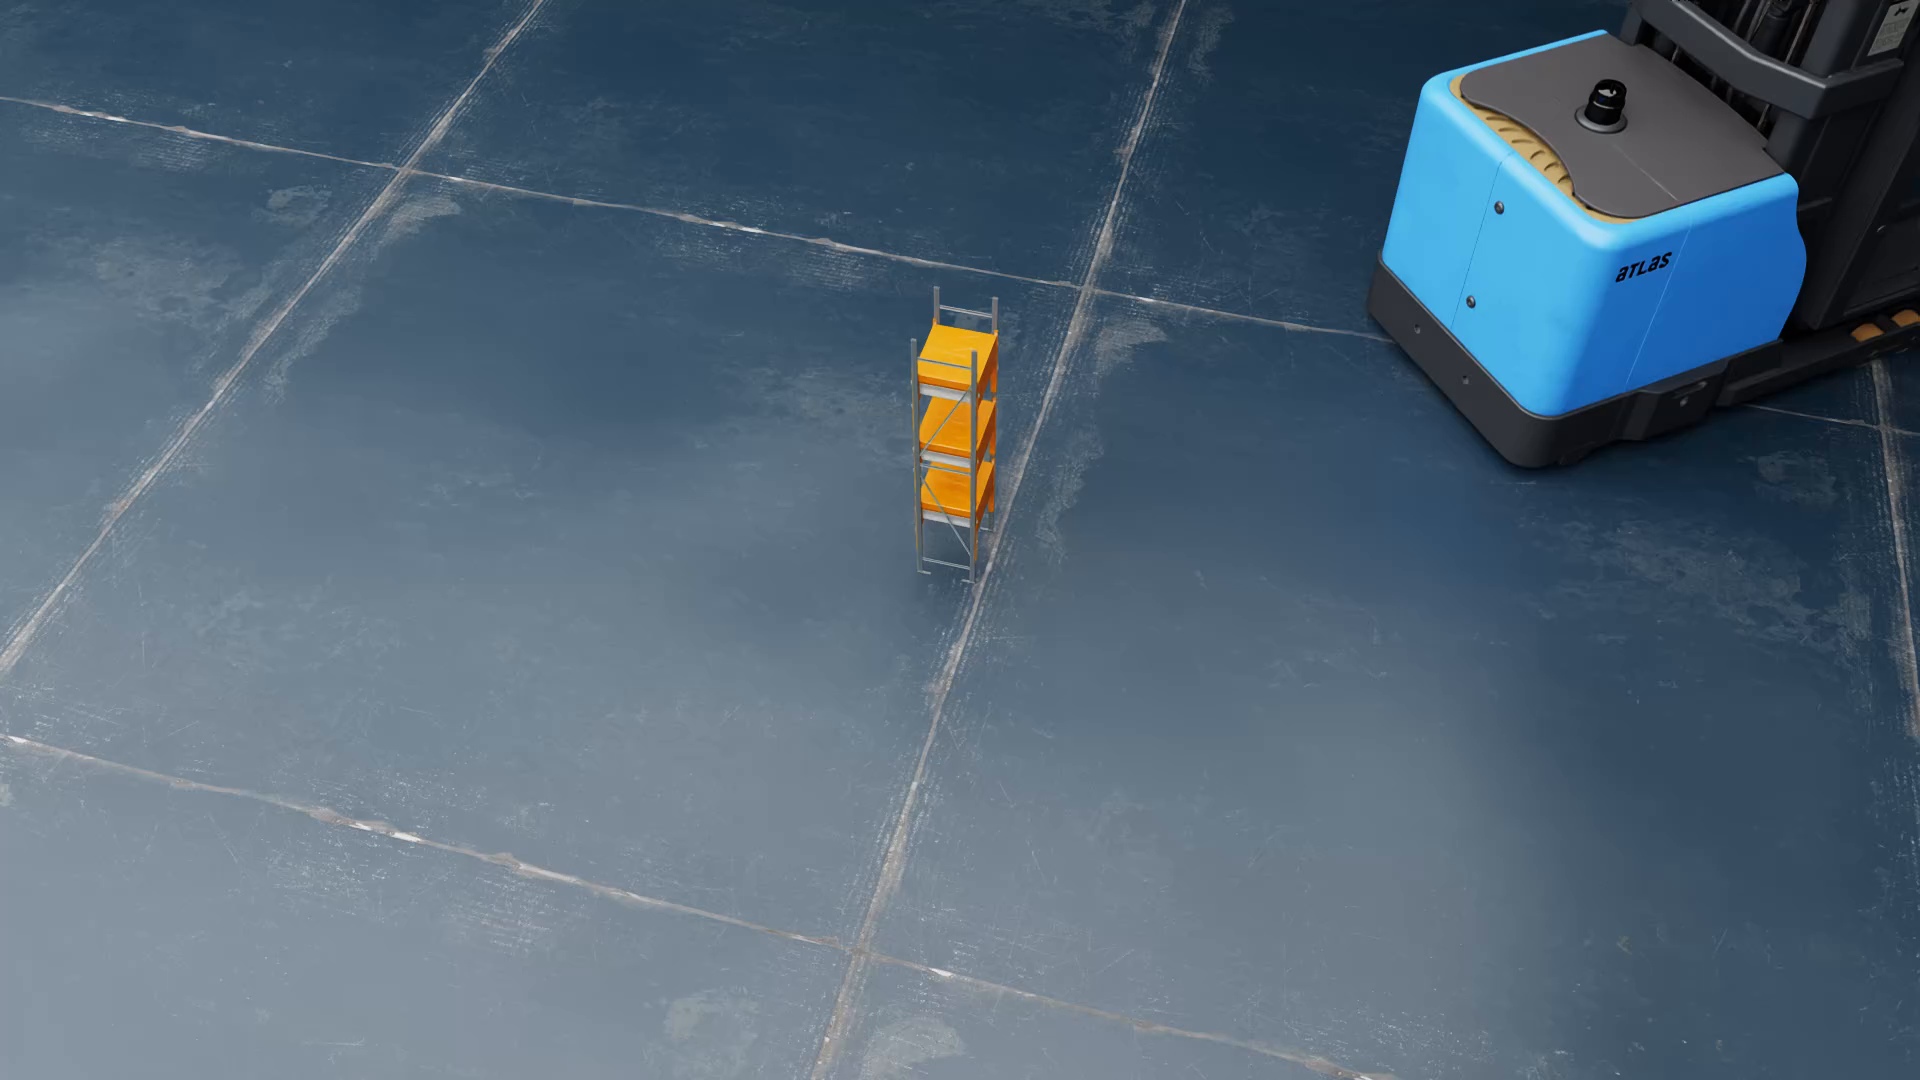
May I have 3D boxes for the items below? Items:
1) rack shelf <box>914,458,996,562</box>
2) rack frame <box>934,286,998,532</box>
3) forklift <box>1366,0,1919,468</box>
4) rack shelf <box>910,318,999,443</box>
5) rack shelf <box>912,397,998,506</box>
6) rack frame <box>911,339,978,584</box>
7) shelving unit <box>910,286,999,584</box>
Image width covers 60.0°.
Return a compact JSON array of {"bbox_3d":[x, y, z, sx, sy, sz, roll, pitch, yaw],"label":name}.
[{"bbox_3d":[-0.014,-0.118,5.539,0.215,0.259,0.240,12,50,10],"label":"rack shelf"},{"bbox_3d":[0.018,-0.397,5.400,0.200,1.050,0.008,12,50,10],"label":"rack frame"},{"bbox_3d":[3.141,-1.973,5.536,3.031,2.935,1.130,-18,51,-16],"label":"forklift"},{"bbox_3d":[-0.014,-0.489,5.117,0.215,0.259,0.240,12,50,10],"label":"rack shelf"},{"bbox_3d":[-0.014,-0.302,5.330,0.215,0.259,0.240,12,50,10],"label":"rack shelf"},{"bbox_3d":[-0.046,-0.220,5.244,0.200,1.050,0.008,12,50,10],"label":"rack frame"},{"bbox_3d":[-0.014,-0.309,5.322,0.215,1.050,0.252,12,50,10],"label":"shelving unit"}]
